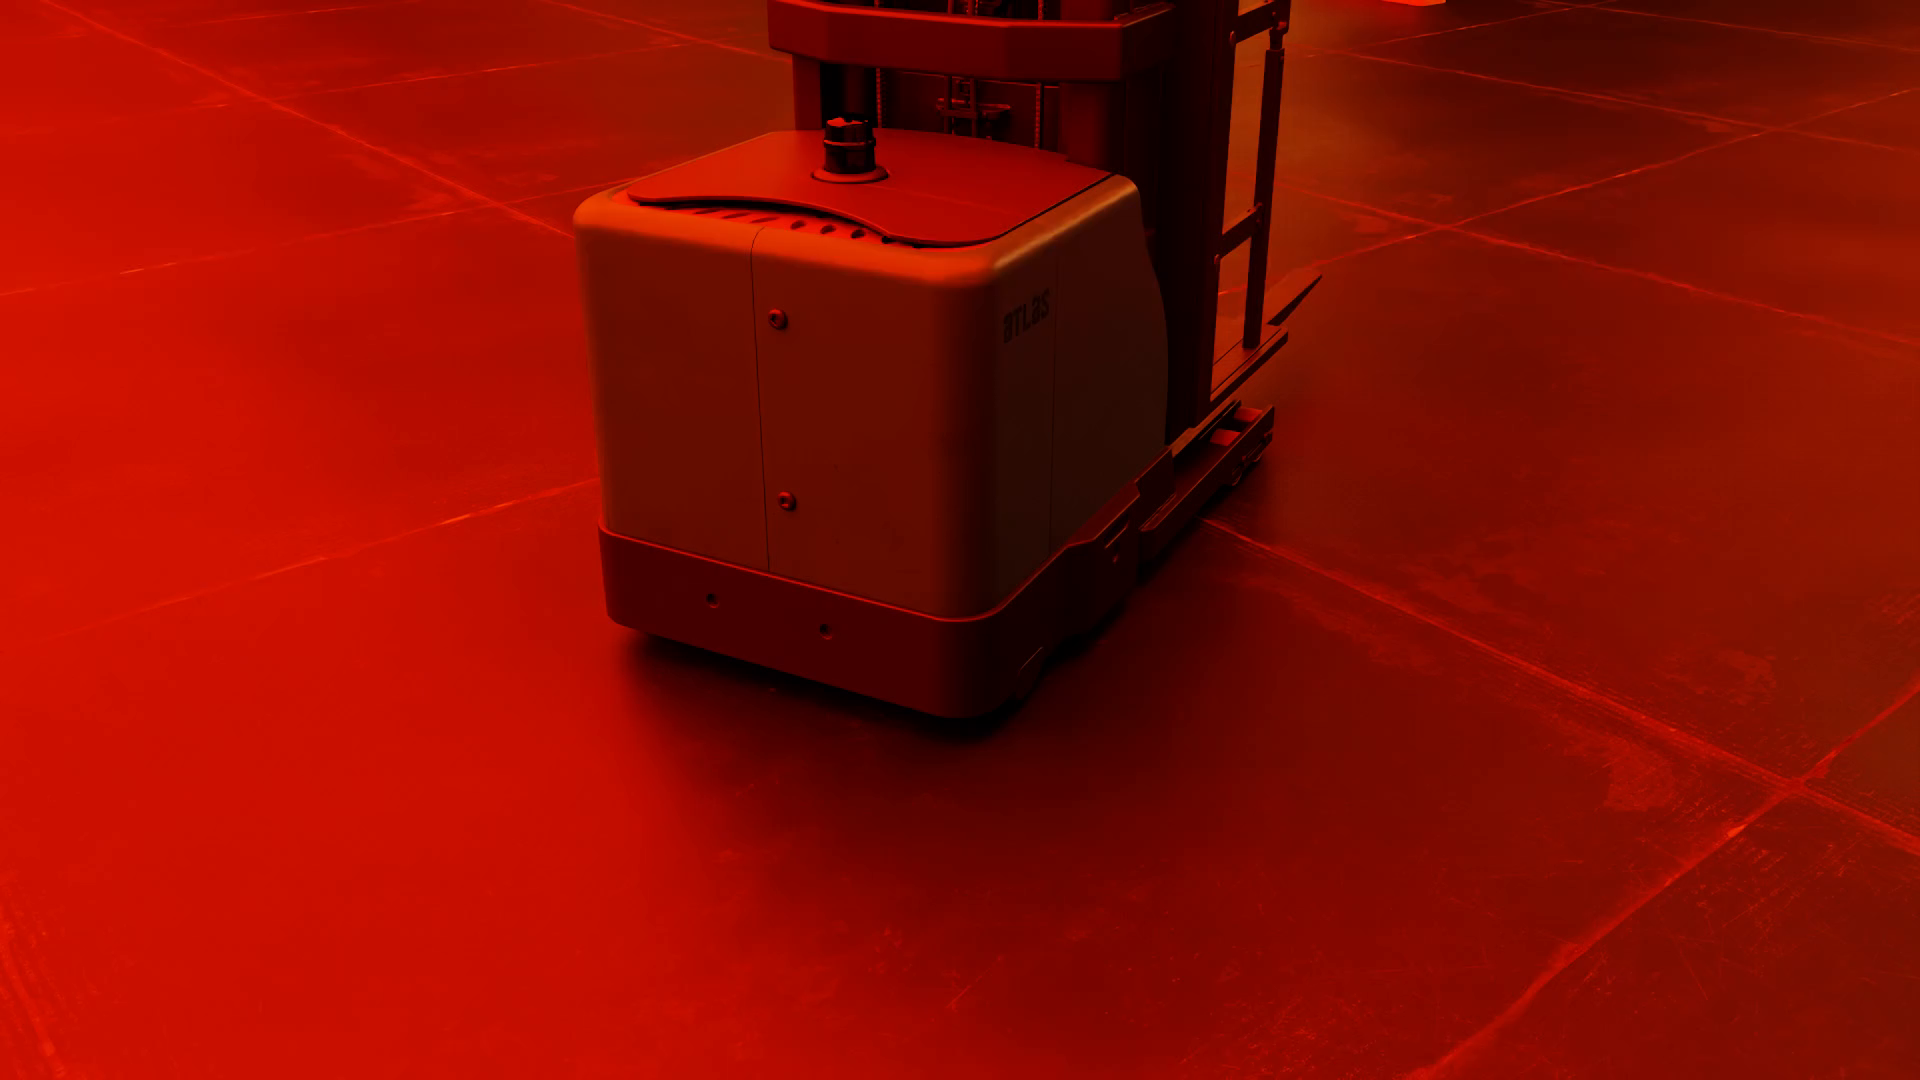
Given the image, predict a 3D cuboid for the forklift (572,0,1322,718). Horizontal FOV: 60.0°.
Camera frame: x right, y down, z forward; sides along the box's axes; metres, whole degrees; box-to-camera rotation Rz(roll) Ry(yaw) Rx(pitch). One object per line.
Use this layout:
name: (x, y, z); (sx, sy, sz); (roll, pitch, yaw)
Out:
forklift: (0.285, -1.552, 4.331); (1.130, 2.935, 3.031); (13, 29, 25)
